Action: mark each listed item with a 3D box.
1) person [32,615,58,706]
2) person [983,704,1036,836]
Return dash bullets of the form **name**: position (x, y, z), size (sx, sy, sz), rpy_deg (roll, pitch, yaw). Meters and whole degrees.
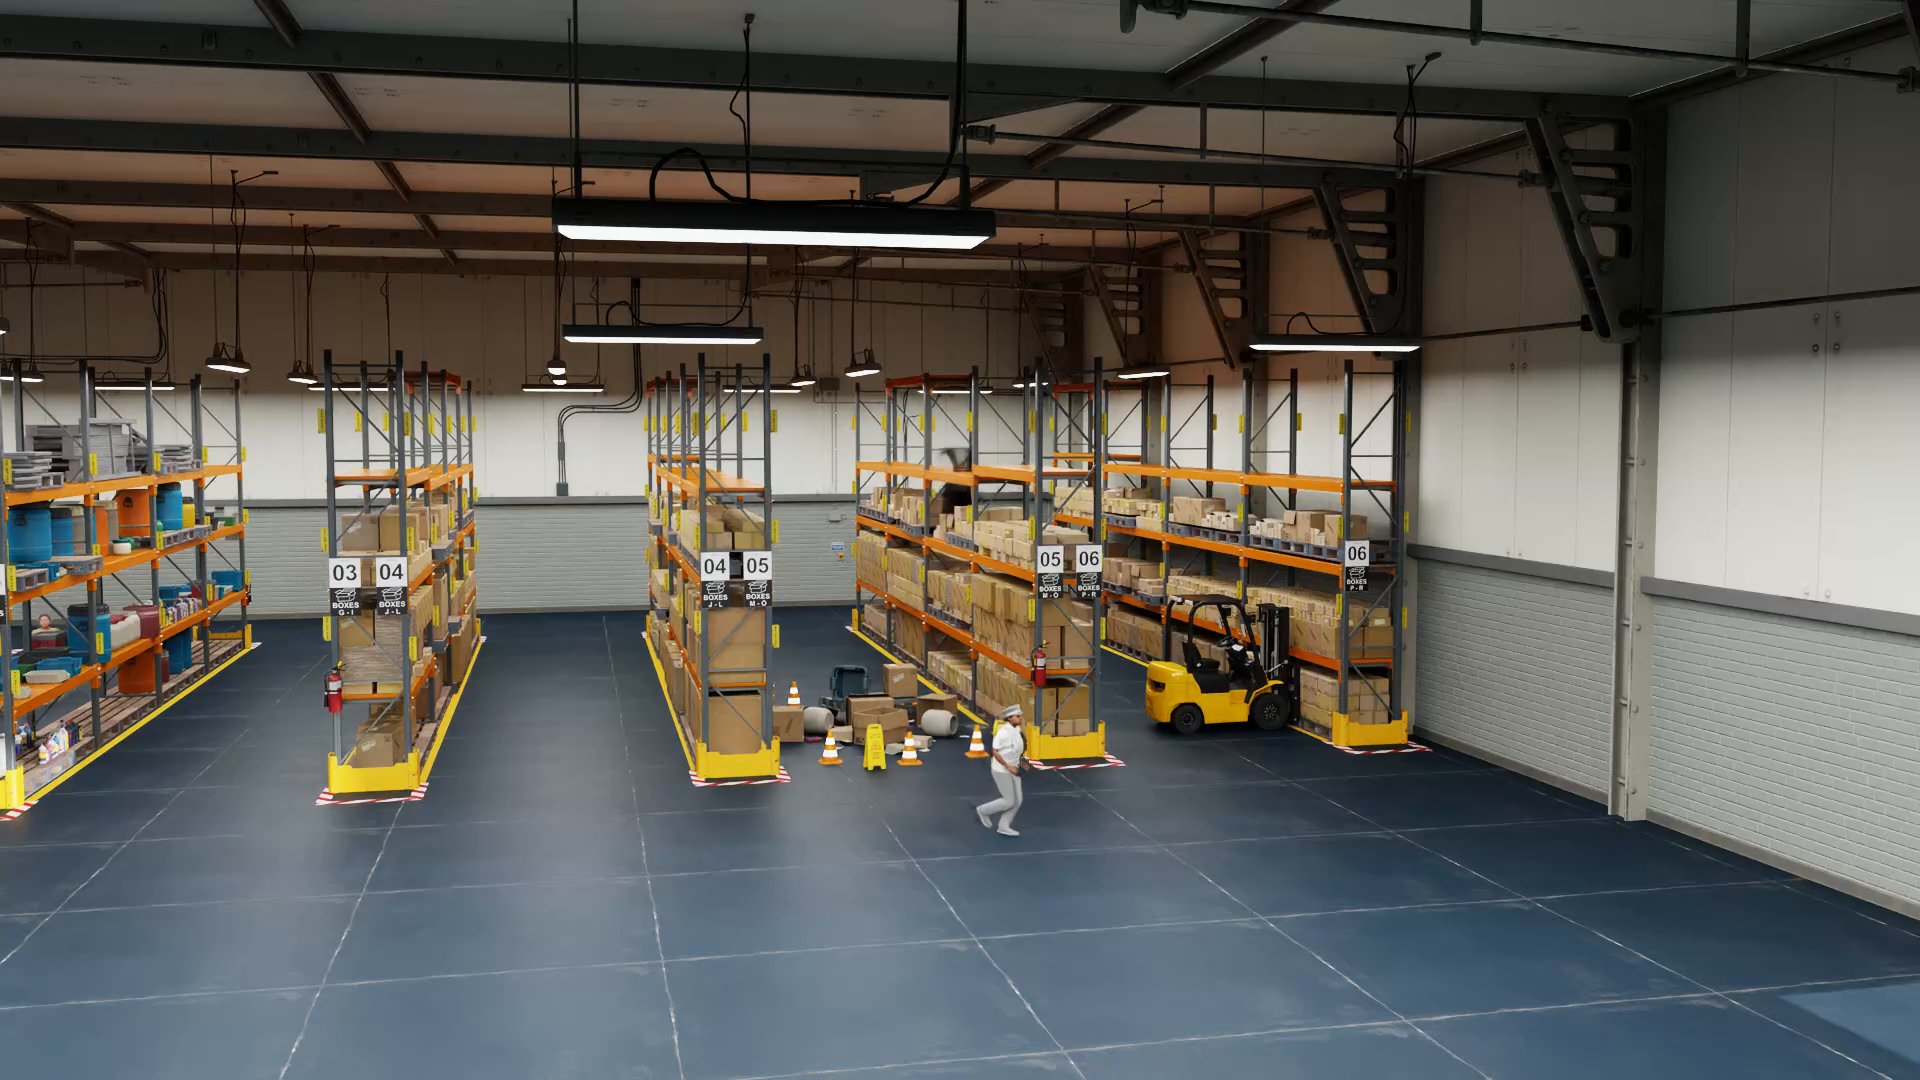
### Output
- **person**: position (-16.350, 2.131, 29.751), size (0.595, 1.618, 0.592), rpy_deg (-2, 4, -22)
- **person**: position (0.591, 2.791, 20.233), size (0.590, 1.627, 0.566), rpy_deg (2, 5, 28)
